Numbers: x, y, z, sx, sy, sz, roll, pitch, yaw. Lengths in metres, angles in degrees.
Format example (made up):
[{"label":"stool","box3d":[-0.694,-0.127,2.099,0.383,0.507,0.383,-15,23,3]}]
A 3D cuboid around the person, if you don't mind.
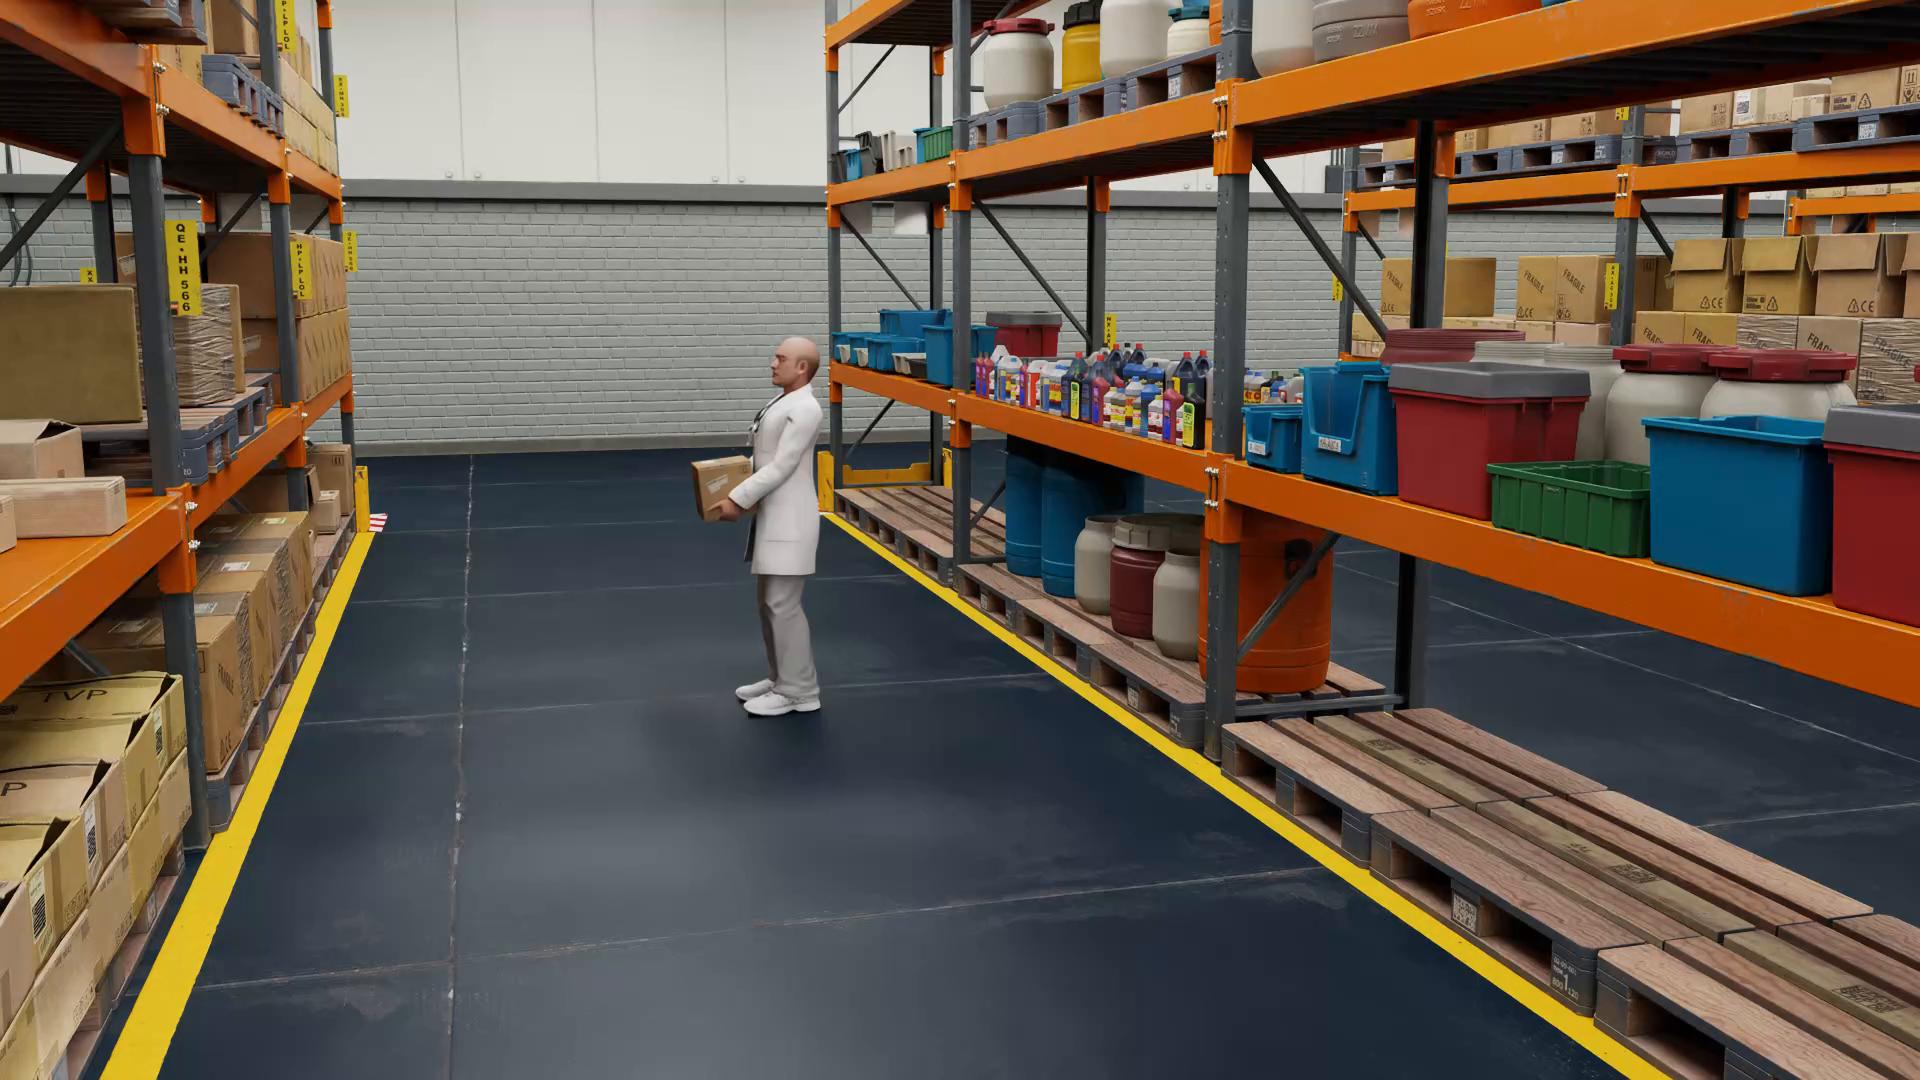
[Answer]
[{"label":"person","box3d":[-0.930,-0.069,7.867,0.563,1.769,0.530,-3,9,-15]}]
